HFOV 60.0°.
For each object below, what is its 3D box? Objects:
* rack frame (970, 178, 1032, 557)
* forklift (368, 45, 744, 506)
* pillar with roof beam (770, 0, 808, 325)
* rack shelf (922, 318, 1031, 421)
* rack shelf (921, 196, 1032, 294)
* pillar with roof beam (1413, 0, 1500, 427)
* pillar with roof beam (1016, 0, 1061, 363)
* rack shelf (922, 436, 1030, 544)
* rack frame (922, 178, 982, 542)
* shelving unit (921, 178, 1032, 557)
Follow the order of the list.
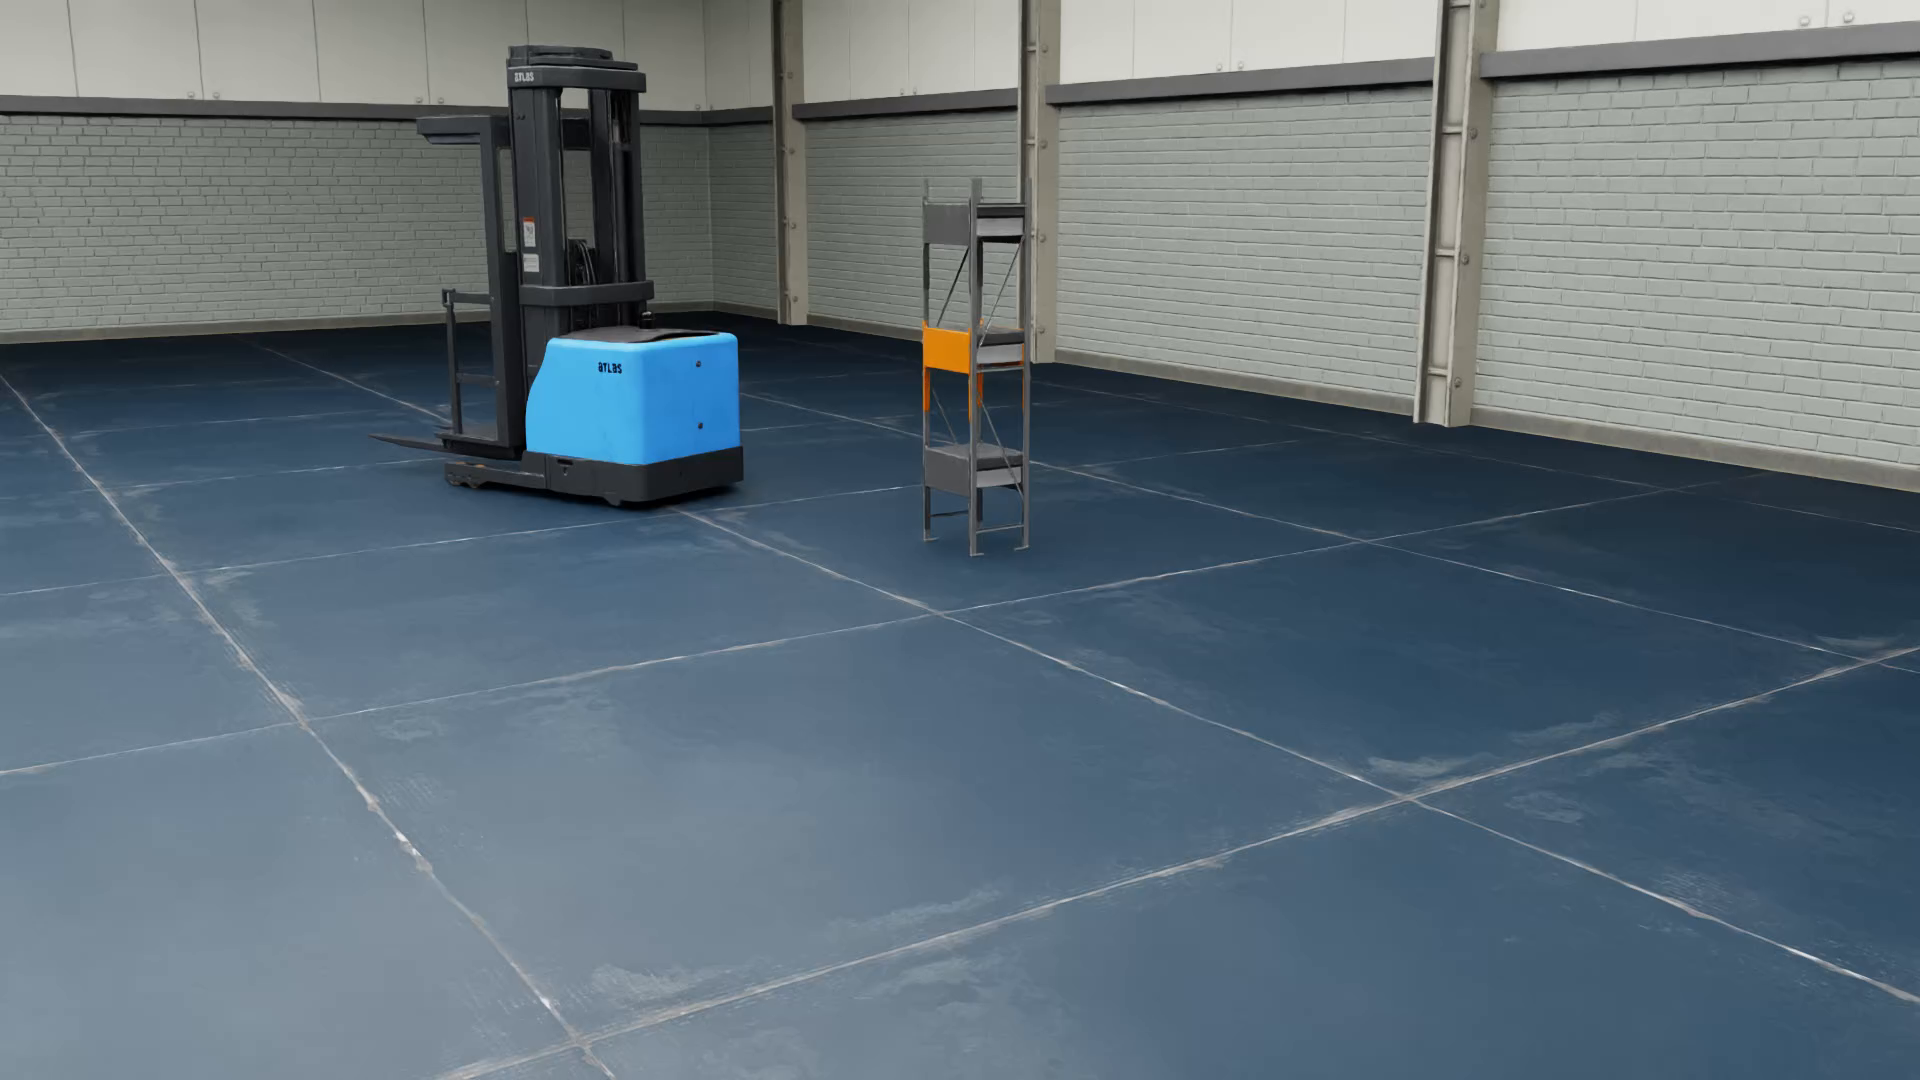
[{"bbox_3d":[0.227,-0.953,9.304,0.400,2.100,0.015,-8,15,-33],"label":"rack frame"},{"bbox_3d":[-2.987,-1.873,11.565,3.031,2.935,1.130,8,15,34],"label":"forklift"},{"bbox_3d":[-6.019,-7.041,20.996,9.100,9.000,0.400,-8,15,-33],"label":"pillar with roof beam"},{"bbox_3d":[0.092,-0.983,9.506,0.431,0.518,0.480,-8,15,-33],"label":"rack shelf"},{"bbox_3d":[0.092,-1.667,9.356,0.431,0.518,0.480,-8,15,-33],"label":"rack shelf"},{"bbox_3d":[0.630,-4.907,11.237,9.100,9.000,0.400,-8,15,-33],"label":"pillar with roof beam"},{"bbox_3d":[-2.695,-5.974,16.117,9.100,9.000,0.400,-8,15,-33],"label":"pillar with roof beam"},{"bbox_3d":[0.092,-0.299,9.655,0.431,0.518,0.480,-8,15,-33],"label":"rack shelf"},{"bbox_3d":[-0.043,-1.040,9.701,0.400,2.100,0.015,-8,15,-33],"label":"rack frame"},{"bbox_3d":[0.092,-0.996,9.503,0.431,2.100,0.503,-8,15,-33],"label":"shelving unit"}]
